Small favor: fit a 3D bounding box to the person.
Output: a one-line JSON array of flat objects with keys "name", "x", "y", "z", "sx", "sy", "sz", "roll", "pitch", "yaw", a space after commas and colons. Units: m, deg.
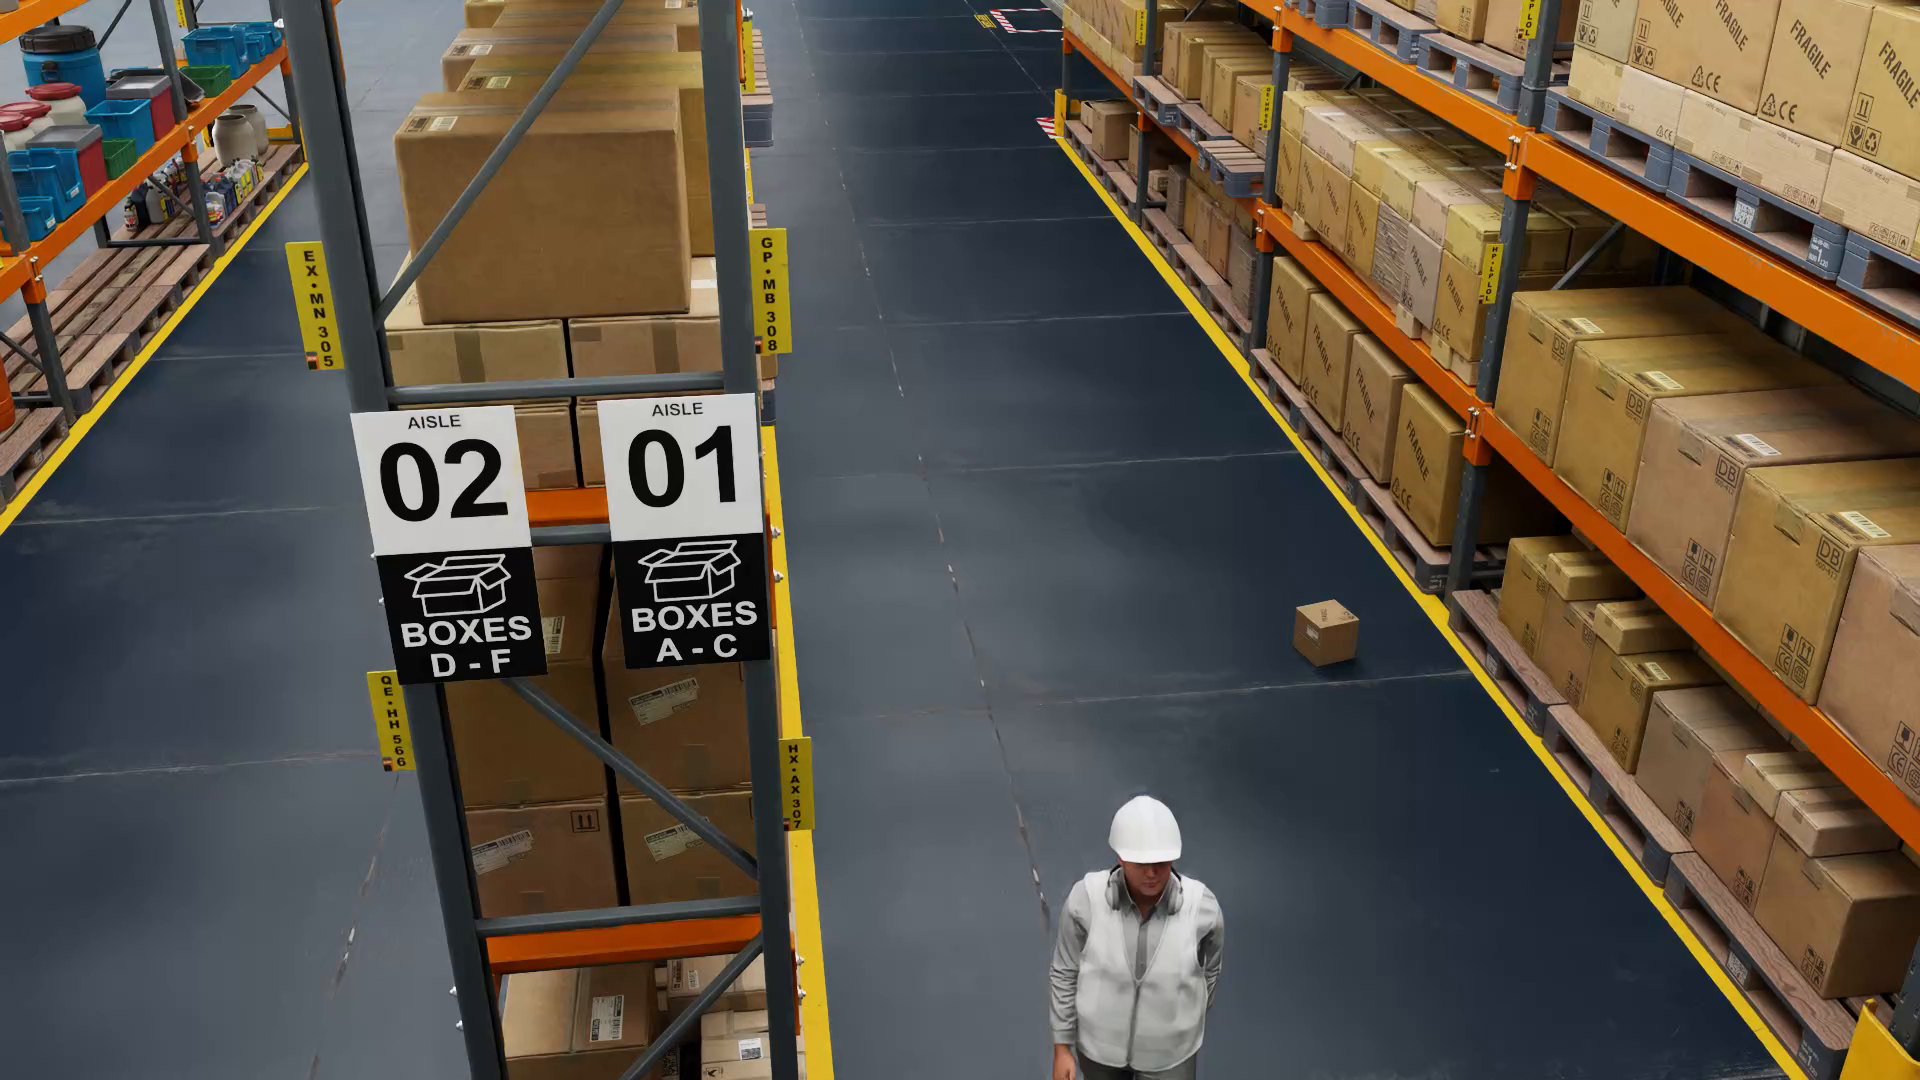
[{"name": "person", "x": 0.540, "y": 1.641, "z": 5.334, "sx": 0.542, "sy": 1.736, "sz": 0.936, "roll": 5, "pitch": 27, "yaw": 10}]
